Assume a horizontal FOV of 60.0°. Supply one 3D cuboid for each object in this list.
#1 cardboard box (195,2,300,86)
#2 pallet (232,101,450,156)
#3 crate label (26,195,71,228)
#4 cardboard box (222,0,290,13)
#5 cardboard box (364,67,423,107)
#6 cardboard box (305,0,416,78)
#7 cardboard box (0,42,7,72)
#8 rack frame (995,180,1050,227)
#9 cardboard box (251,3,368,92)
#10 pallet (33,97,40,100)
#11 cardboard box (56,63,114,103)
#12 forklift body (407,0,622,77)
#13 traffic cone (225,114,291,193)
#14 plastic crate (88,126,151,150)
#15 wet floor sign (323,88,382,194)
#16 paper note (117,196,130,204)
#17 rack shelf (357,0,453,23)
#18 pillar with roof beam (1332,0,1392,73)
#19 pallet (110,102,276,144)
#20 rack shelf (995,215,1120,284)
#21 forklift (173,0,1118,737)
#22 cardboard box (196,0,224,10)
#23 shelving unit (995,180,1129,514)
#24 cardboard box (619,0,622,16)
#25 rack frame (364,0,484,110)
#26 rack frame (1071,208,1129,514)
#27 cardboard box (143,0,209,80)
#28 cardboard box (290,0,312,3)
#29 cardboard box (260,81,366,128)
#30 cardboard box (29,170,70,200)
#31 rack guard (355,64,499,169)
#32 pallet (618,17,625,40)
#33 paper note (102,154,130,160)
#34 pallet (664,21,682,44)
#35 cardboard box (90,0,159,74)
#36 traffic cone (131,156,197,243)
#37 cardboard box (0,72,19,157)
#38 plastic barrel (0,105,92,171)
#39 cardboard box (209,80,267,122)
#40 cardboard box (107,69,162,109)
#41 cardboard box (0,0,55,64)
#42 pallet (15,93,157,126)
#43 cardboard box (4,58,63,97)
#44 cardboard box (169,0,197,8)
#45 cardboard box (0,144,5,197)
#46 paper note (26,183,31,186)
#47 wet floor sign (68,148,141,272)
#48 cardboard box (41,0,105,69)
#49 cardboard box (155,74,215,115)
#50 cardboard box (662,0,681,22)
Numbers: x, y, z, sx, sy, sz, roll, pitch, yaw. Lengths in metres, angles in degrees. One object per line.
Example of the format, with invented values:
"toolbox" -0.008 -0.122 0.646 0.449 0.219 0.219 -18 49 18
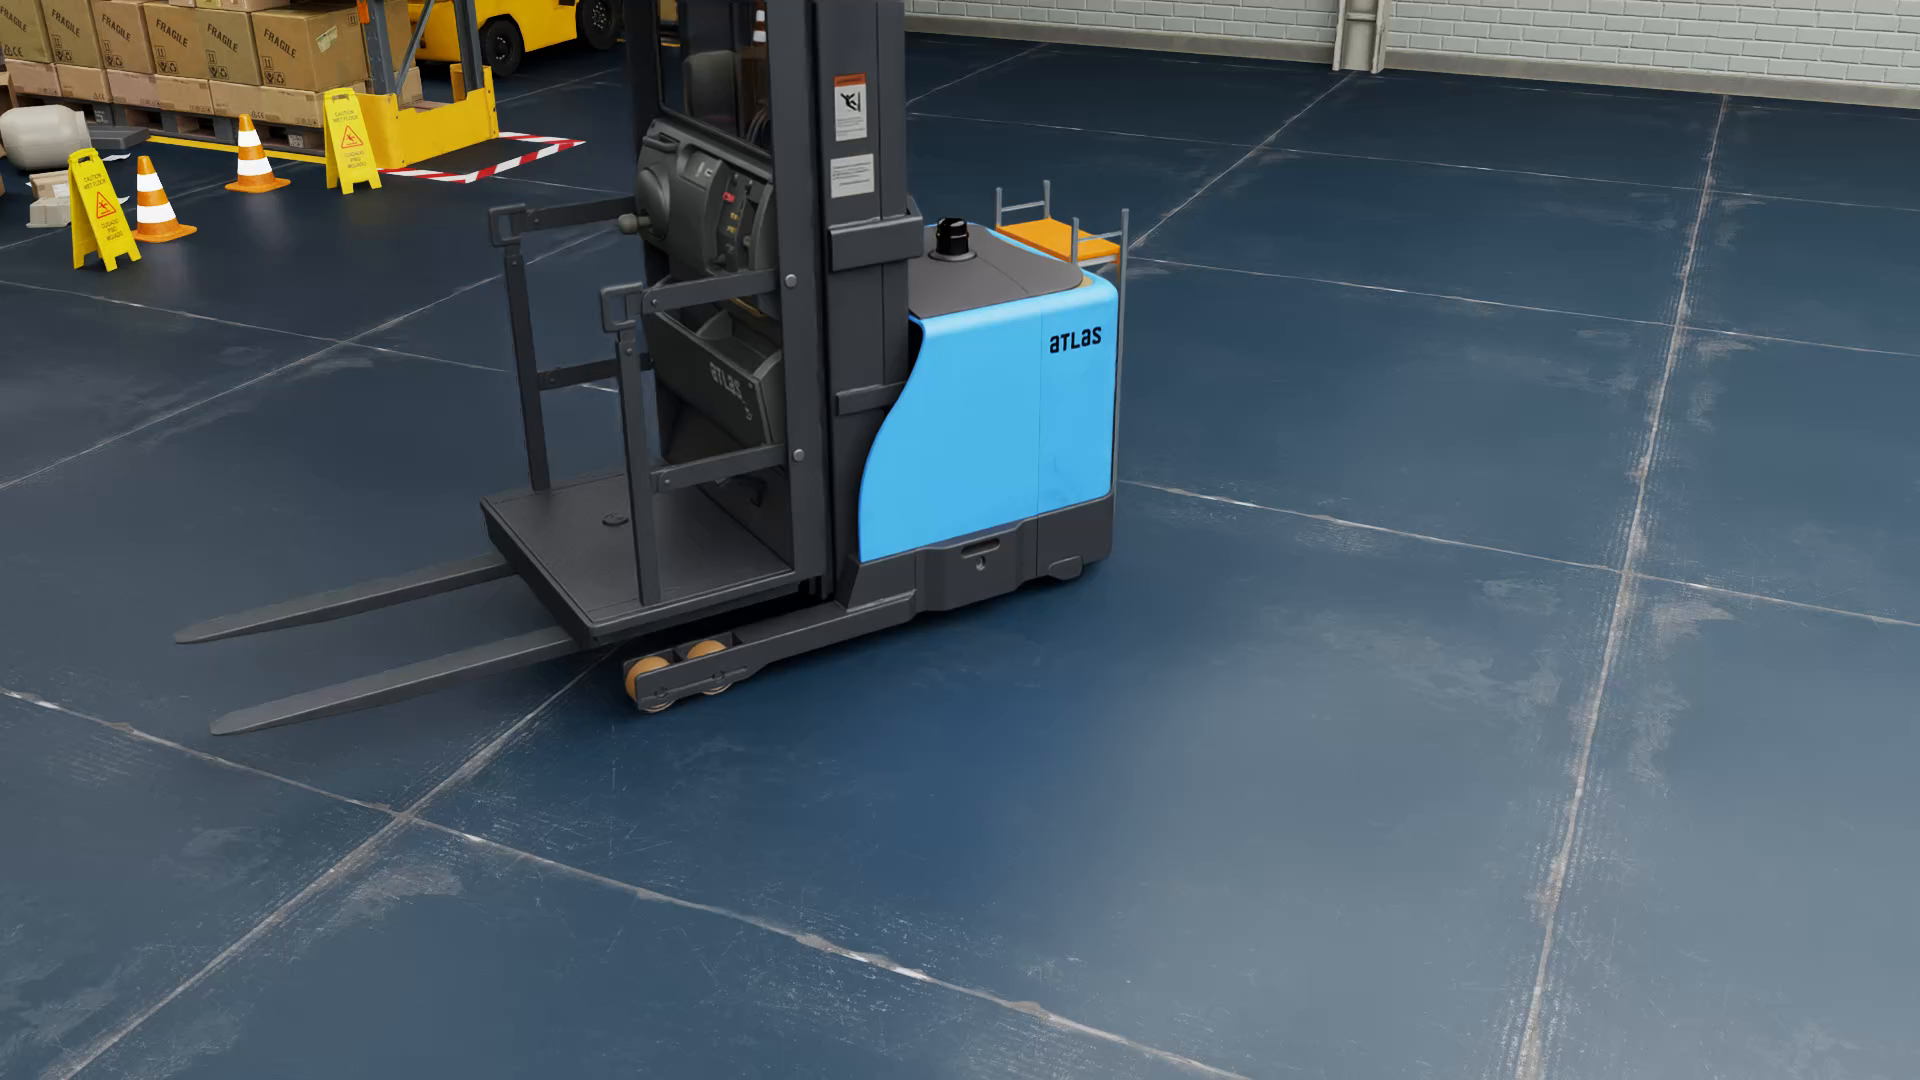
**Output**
"cardboard box" -5.038 -3.560 11.873 0.500 0.500 0.500 12 29 24
"pallet" -4.518 -3.059 12.223 1.213 0.211 1.003 11 28 22
"crate label" -5.541 -2.019 10.196 0.298 0.136 0.250 -2 26 -5
"cardboard box" -4.924 -3.797 11.620 0.250 0.149 0.380 12 29 23
"cardboard box" -4.344 -3.347 12.289 0.500 0.250 0.500 11 28 21
"cardboard box" -4.366 -3.687 12.131 0.500 0.500 0.500 10 28 20
"cardboard box" -7.844 -3.969 13.415 0.625 0.372 0.950 12 29 22
"rack frame" 0.235 -0.798 6.512 0.240 1.200 0.015 -16 30 -29
"cardboard box" -4.562 -3.466 11.682 0.500 0.500 0.500 12 28 22
"pallet" -8.075 -3.755 13.638 1.213 0.211 1.003 11 28 22
"cardboard box" -6.450 -3.510 12.620 0.500 0.250 0.500 13 29 25
"forklift body" -4.155 -5.362 14.706 1.214 2.155 2.313 11 28 22
"traffic cone" -4.650 -2.555 10.915 0.334 0.463 0.336 11 28 22
"plastic crate" -6.276 -2.938 12.126 0.583 0.080 0.402 2 26 4
"wet floor sign" -3.994 -2.612 10.824 0.232 0.644 0.267 23 35 39
"paper note" -5.409 -2.173 10.630 0.142 0.019 0.148 2 26 4
"rack shelf" -5.545 -4.176 12.150 4.000 0.370 1.077 11 28 22
"pillar with roof beam" 1.746 -6.483 9.229 0.400 9.000 9.100 11 28 22
"pallet" -5.625 -3.282 12.678 1.213 0.211 1.003 11 28 22
"rack shelf" 0.366 -1.059 6.153 0.258 0.148 0.480 -16 30 -29
"forklift" -0.975 -1.048 5.060 3.031 2.935 1.130 -15 30 -28
"cardboard box" -5.151 -3.844 11.716 0.250 0.149 0.380 12 29 23
"shelving unit" 0.366 -0.707 6.327 0.258 1.200 0.503 -16 30 -29
"cardboard box" -3.132 -5.233 16.121 0.500 0.250 0.500 12 29 22
"rack frame" -3.724 -4.133 11.249 0.127 3.000 1.000 11 28 22
"rack frame" 0.496 -0.616 6.142 0.240 1.200 0.015 -16 30 -29
"cardboard box" -5.495 -3.655 12.066 0.500 0.500 0.500 11 28 21
"cardboard box" -4.844 -3.781 12.322 0.500 0.500 0.500 10 28 20
"cardboard box" -4.593 -3.132 11.853 0.500 0.250 0.500 11 28 22
"cardboard box" -5.753 -2.281 10.715 0.380 0.149 0.250 -18 31 -31
"rack guard" -3.794 -3.025 11.829 0.348 0.500 1.175 11 28 22
"pallet" -3.493 -5.225 16.624 1.213 0.211 1.003 11 28 22
"paper note" -5.933 -2.694 11.687 0.148 0.019 0.142 2 26 4
"pallet" -2.387 -5.002 16.170 1.213 0.211 1.003 11 28 22
"cardboard box" -5.977 -3.751 12.260 0.500 0.500 0.500 13 29 24
"traffic cone" -4.800 -2.046 9.882 0.334 0.463 0.336 11 28 22
"cardboard box" -6.953 -3.001 11.777 0.500 0.500 0.500 -12 29 -23
"plastic barrel" -6.231 -2.746 11.348 0.512 0.421 0.421 -12 29 -23
"cardboard box" -5.040 -3.225 12.043 0.500 0.250 0.500 11 28 22
"cardboard box" -5.966 -3.414 12.425 0.500 0.250 0.500 11 28 21
"cardboard box" -6.940 -3.939 12.644 0.500 0.500 0.500 13 29 24
"pallet" -6.740 -3.505 13.130 1.213 0.211 1.003 11 28 22
"cardboard box" -6.940 -3.603 12.809 0.500 0.250 0.500 10 28 19
"cardboard box" -5.390 -3.893 11.816 0.250 0.149 0.380 13 29 24
"cardboard box" -6.371 -2.316 10.385 0.637 0.503 0.797 -7 27 -14
"paper note" -6.120 -2.384 11.070 0.142 0.019 0.148 23 35 39
"wet floor sign" -4.835 -1.859 9.295 0.232 0.644 0.267 6 27 13
"cardboard box" -6.448 -3.846 12.454 0.500 0.500 0.500 13 29 24
"cardboard box" -5.519 -3.319 12.232 0.500 0.250 0.500 10 28 20
"cardboard box" -2.680 -5.138 15.927 0.500 0.250 0.500 11 28 22
